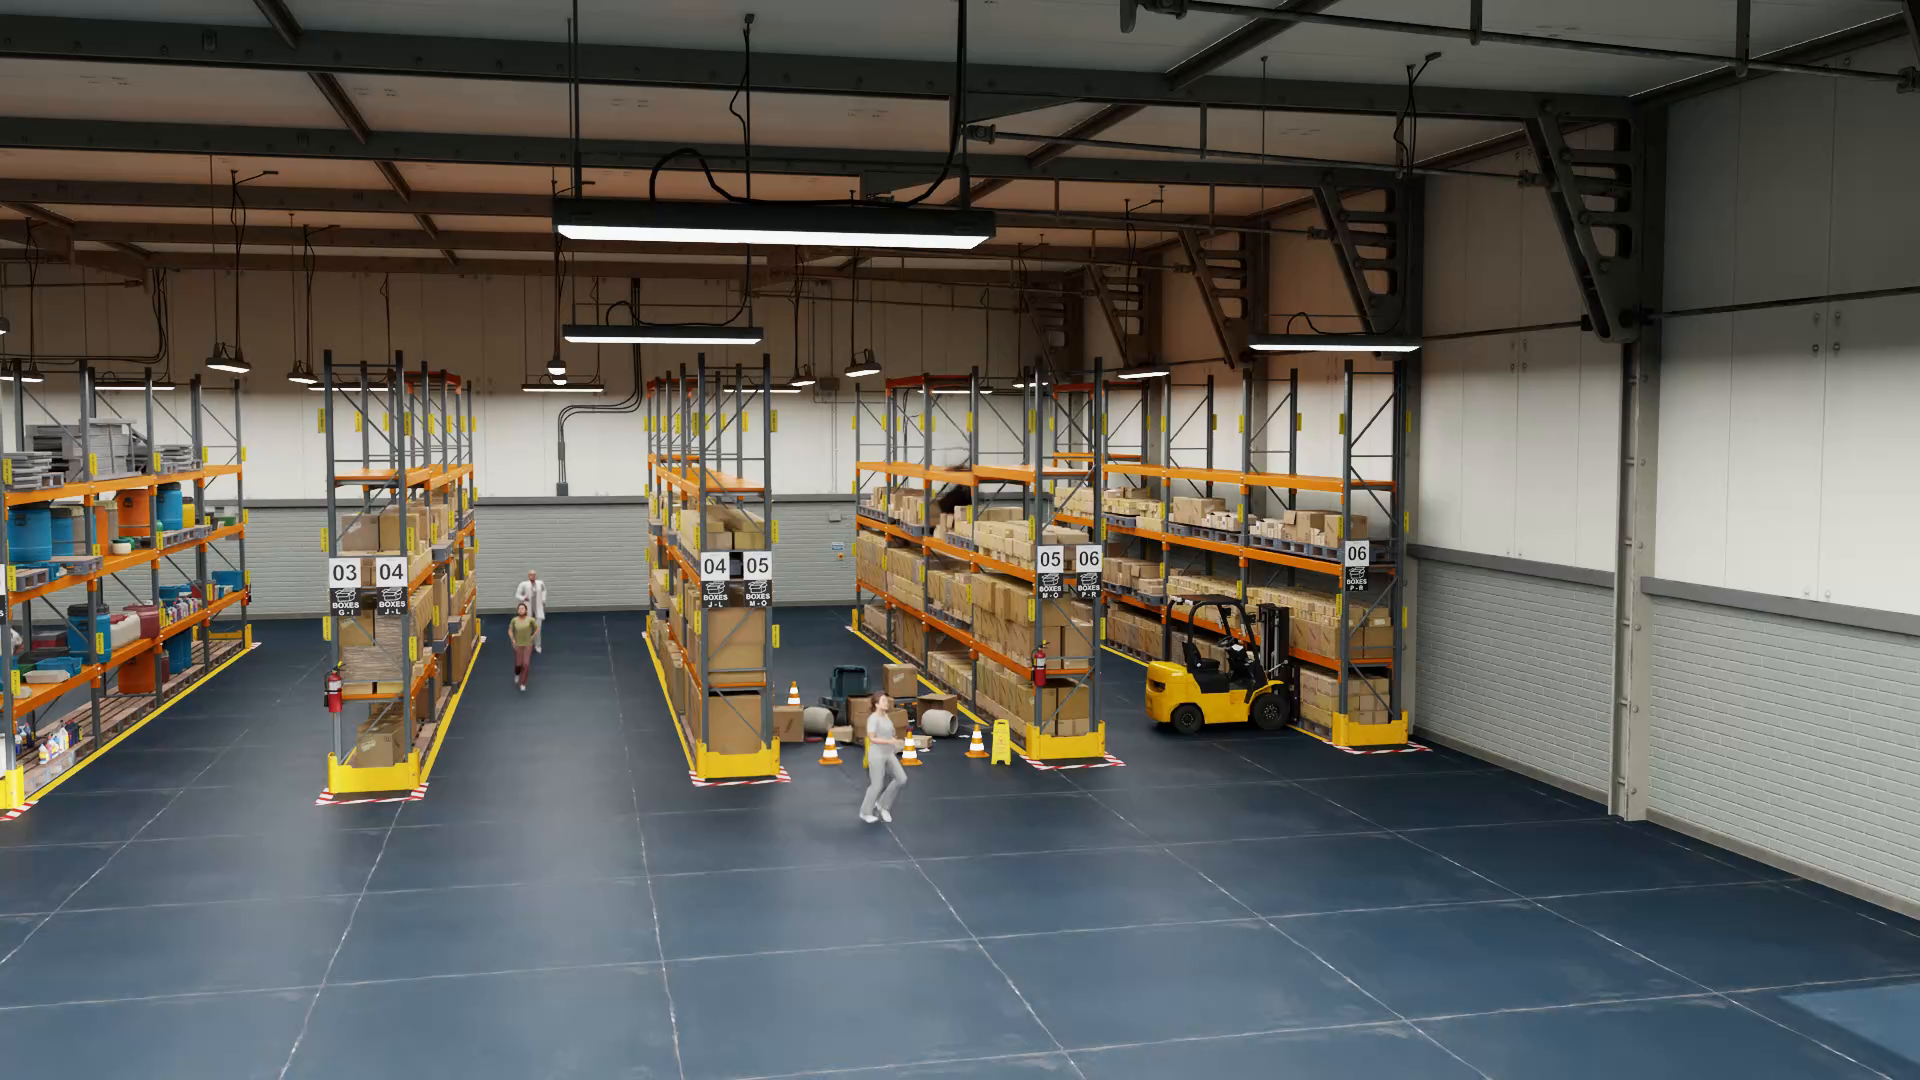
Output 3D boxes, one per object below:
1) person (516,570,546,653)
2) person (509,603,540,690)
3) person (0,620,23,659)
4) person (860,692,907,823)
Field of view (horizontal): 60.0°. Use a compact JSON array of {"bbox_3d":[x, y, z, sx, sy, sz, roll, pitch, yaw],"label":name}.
[{"bbox_3d":[-9.445,1.553,36.706,0.702,1.792,1.033,-2,4,-24],"label":"person"},{"bbox_3d":[-8.244,2.007,31.457,0.574,1.639,0.585,-1,4,-11],"label":"person"},{"bbox_3d":[-16.909,2.132,29.427,0.574,1.649,0.561,-2,4,-23],"label":"person"},{"bbox_3d":[-0.971,2.719,20.757,0.656,1.668,0.599,2,5,30],"label":"person"}]
